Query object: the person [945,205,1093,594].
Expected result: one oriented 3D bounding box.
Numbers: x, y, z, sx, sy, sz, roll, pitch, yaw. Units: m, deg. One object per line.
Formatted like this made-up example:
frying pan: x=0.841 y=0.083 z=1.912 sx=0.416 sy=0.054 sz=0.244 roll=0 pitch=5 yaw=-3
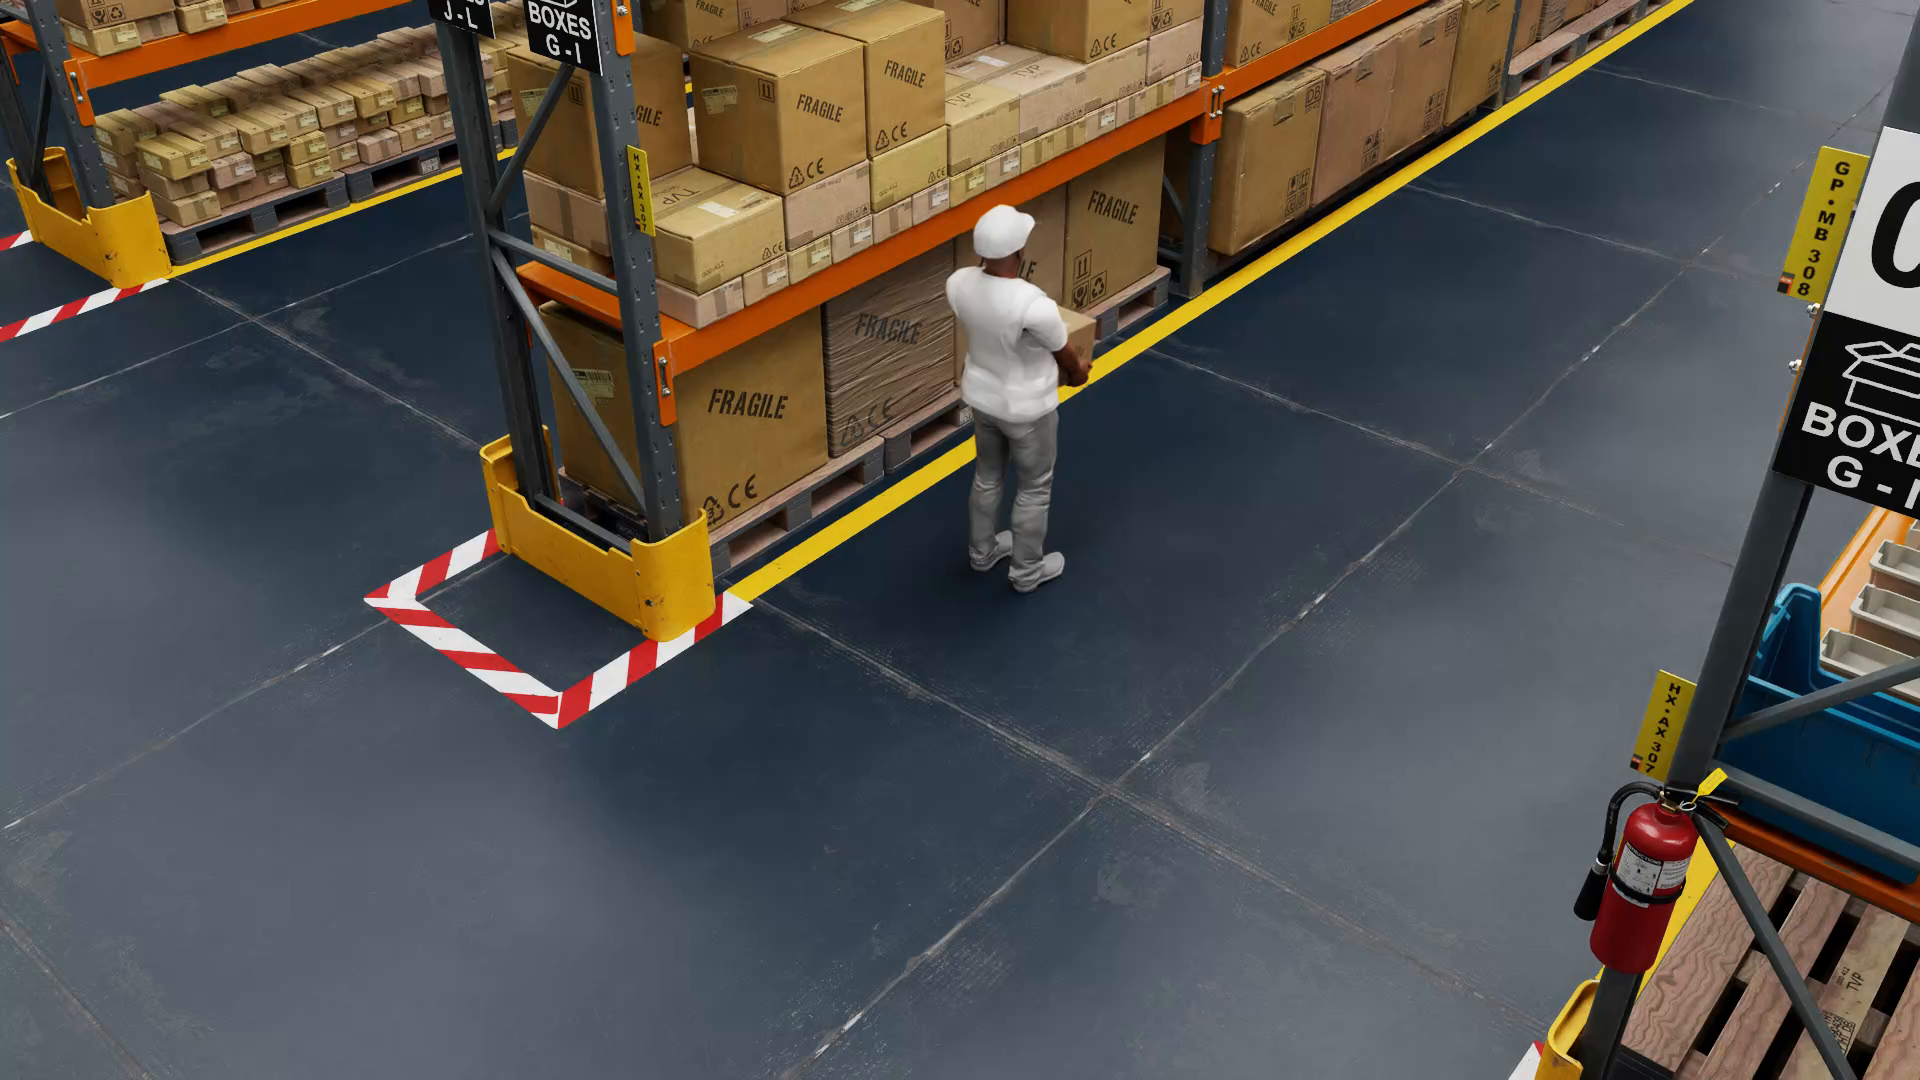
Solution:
person: x=0.266 y=-0.627 z=7.027 sx=0.507 sy=1.765 sz=0.576 roll=25 pitch=42 yaw=32
